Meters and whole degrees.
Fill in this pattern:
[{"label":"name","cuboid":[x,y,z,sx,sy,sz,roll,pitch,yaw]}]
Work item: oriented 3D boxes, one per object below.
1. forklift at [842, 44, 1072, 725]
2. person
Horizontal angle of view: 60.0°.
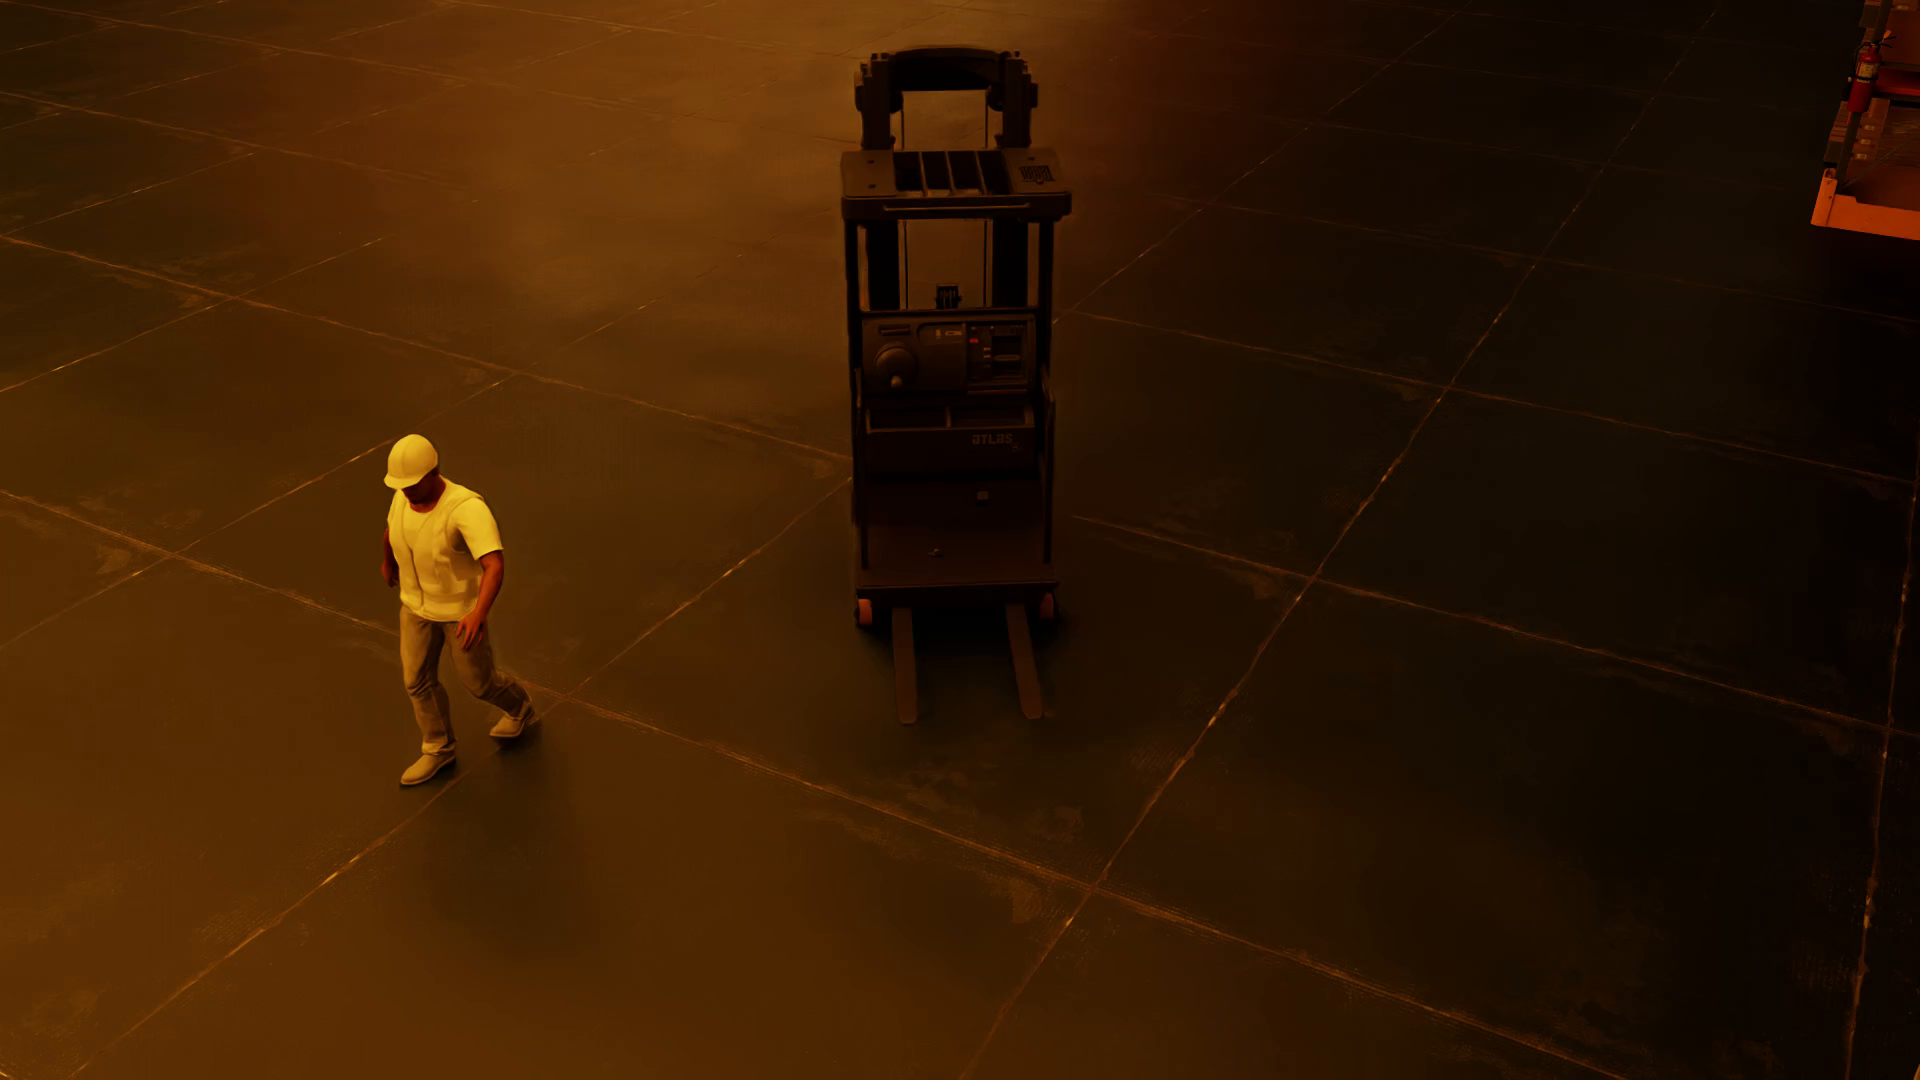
[{"label":"forklift","cuboid":[-0.040,-0.956,8.726,1.130,2.935,3.031,-2,30,-3]},{"label":"person","cuboid":[-2.425,0.302,7.739,0.982,1.745,0.740,13,32,21]}]
